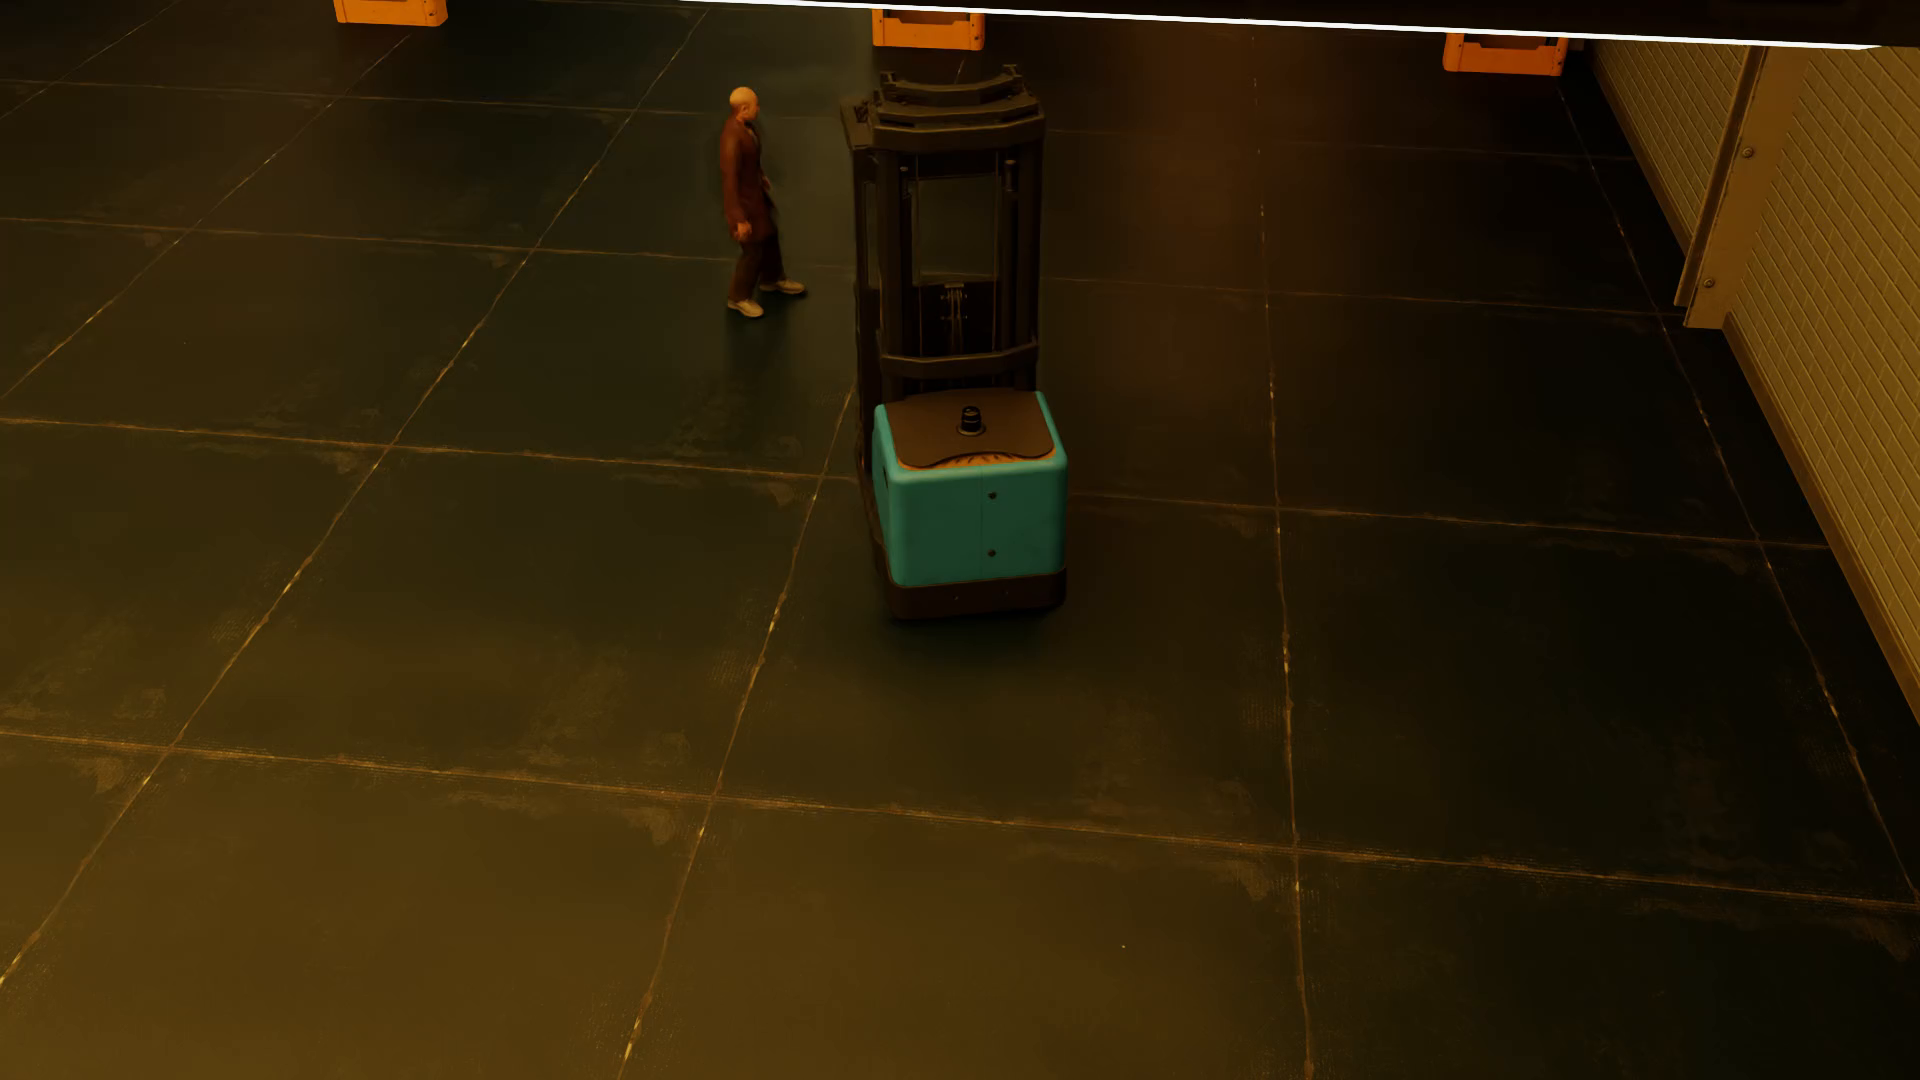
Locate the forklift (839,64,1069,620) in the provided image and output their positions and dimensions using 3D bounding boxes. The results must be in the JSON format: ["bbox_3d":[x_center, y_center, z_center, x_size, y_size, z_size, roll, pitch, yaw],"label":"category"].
[{"bbox_3d":[-0.112,-1.580,10.173,1.130,2.935,3.031,-5,37,-7],"label":"forklift"}]

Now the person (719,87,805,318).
[{"bbox_3d":[-1.514,-2.549,12.481,0.608,1.753,0.810,-2,36,-3],"label":"person"}]
